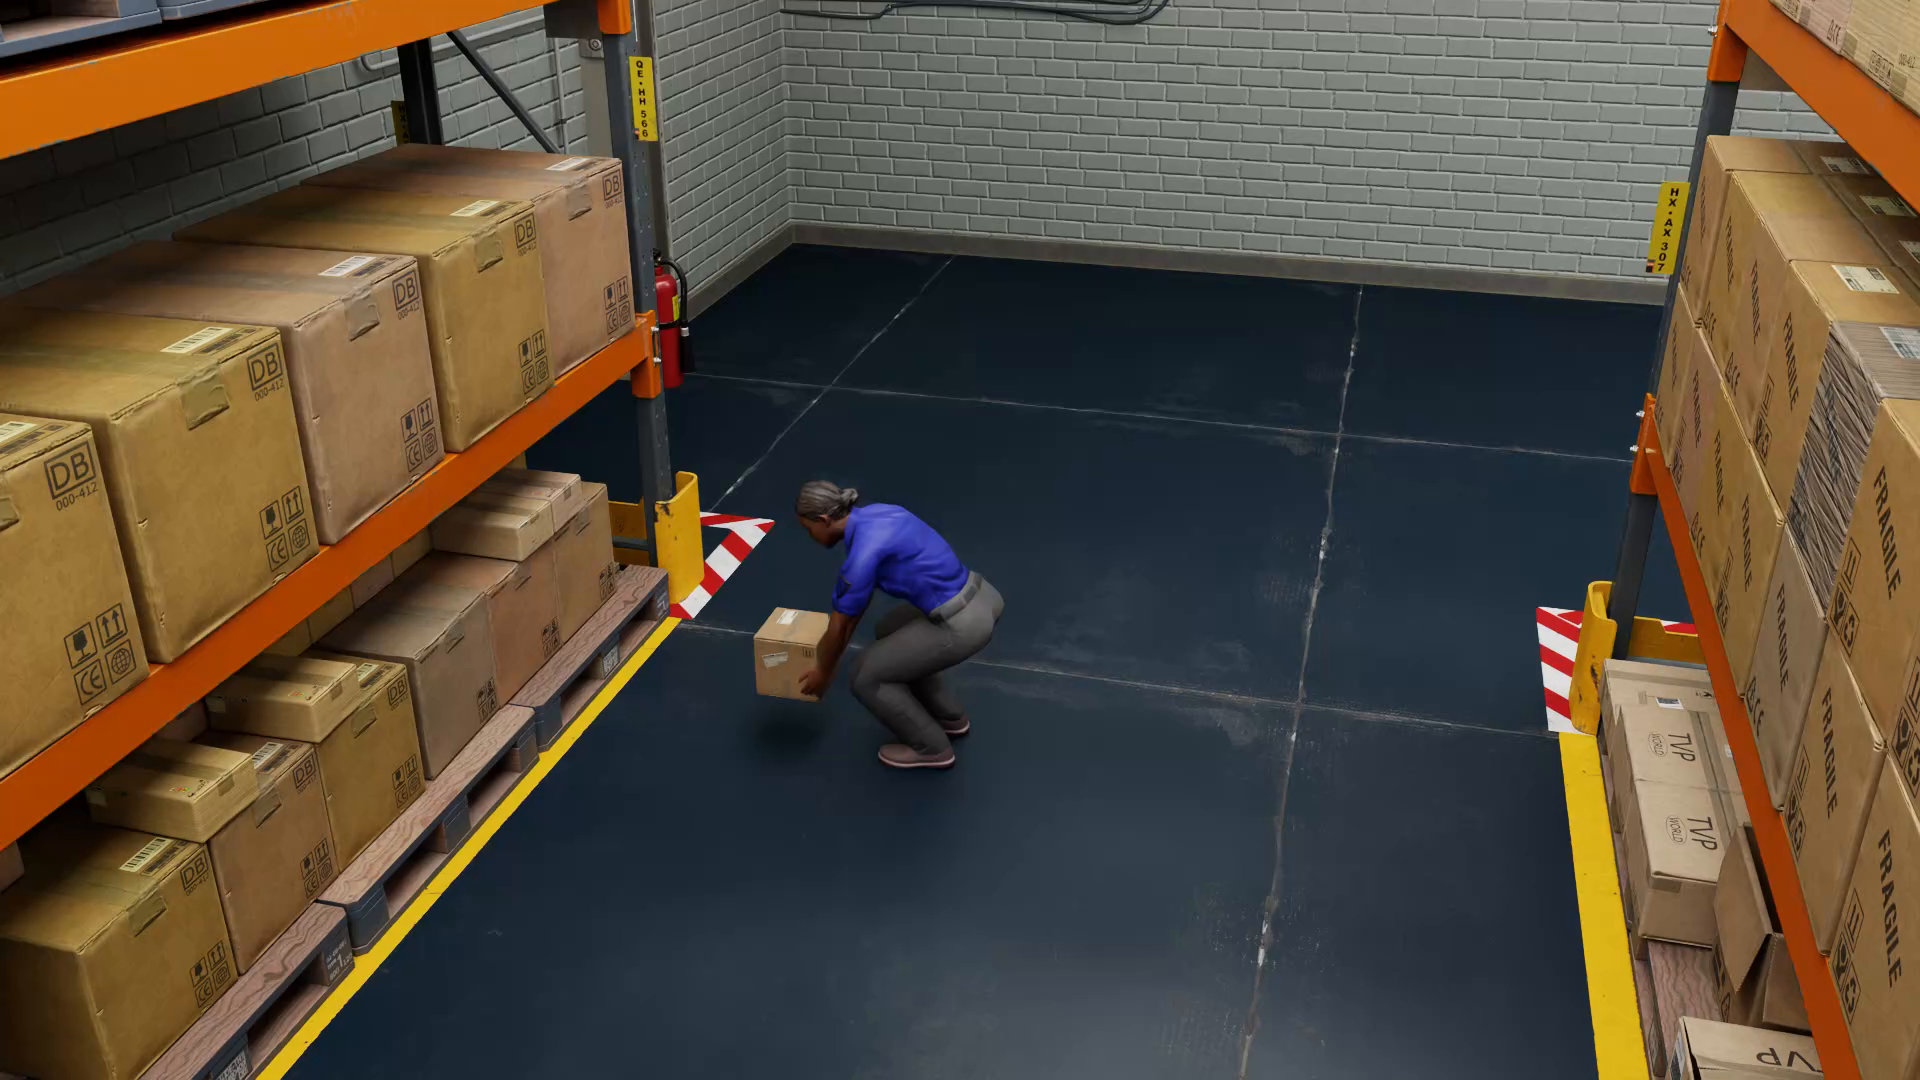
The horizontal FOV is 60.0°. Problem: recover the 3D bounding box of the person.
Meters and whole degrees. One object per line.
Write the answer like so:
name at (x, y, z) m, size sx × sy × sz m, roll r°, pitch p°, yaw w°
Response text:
person at (-0.225, 0.303, 6.145) m, size 0.747 × 1.092 × 0.499 m, roll 6°, pitch 26°, yaw 13°
